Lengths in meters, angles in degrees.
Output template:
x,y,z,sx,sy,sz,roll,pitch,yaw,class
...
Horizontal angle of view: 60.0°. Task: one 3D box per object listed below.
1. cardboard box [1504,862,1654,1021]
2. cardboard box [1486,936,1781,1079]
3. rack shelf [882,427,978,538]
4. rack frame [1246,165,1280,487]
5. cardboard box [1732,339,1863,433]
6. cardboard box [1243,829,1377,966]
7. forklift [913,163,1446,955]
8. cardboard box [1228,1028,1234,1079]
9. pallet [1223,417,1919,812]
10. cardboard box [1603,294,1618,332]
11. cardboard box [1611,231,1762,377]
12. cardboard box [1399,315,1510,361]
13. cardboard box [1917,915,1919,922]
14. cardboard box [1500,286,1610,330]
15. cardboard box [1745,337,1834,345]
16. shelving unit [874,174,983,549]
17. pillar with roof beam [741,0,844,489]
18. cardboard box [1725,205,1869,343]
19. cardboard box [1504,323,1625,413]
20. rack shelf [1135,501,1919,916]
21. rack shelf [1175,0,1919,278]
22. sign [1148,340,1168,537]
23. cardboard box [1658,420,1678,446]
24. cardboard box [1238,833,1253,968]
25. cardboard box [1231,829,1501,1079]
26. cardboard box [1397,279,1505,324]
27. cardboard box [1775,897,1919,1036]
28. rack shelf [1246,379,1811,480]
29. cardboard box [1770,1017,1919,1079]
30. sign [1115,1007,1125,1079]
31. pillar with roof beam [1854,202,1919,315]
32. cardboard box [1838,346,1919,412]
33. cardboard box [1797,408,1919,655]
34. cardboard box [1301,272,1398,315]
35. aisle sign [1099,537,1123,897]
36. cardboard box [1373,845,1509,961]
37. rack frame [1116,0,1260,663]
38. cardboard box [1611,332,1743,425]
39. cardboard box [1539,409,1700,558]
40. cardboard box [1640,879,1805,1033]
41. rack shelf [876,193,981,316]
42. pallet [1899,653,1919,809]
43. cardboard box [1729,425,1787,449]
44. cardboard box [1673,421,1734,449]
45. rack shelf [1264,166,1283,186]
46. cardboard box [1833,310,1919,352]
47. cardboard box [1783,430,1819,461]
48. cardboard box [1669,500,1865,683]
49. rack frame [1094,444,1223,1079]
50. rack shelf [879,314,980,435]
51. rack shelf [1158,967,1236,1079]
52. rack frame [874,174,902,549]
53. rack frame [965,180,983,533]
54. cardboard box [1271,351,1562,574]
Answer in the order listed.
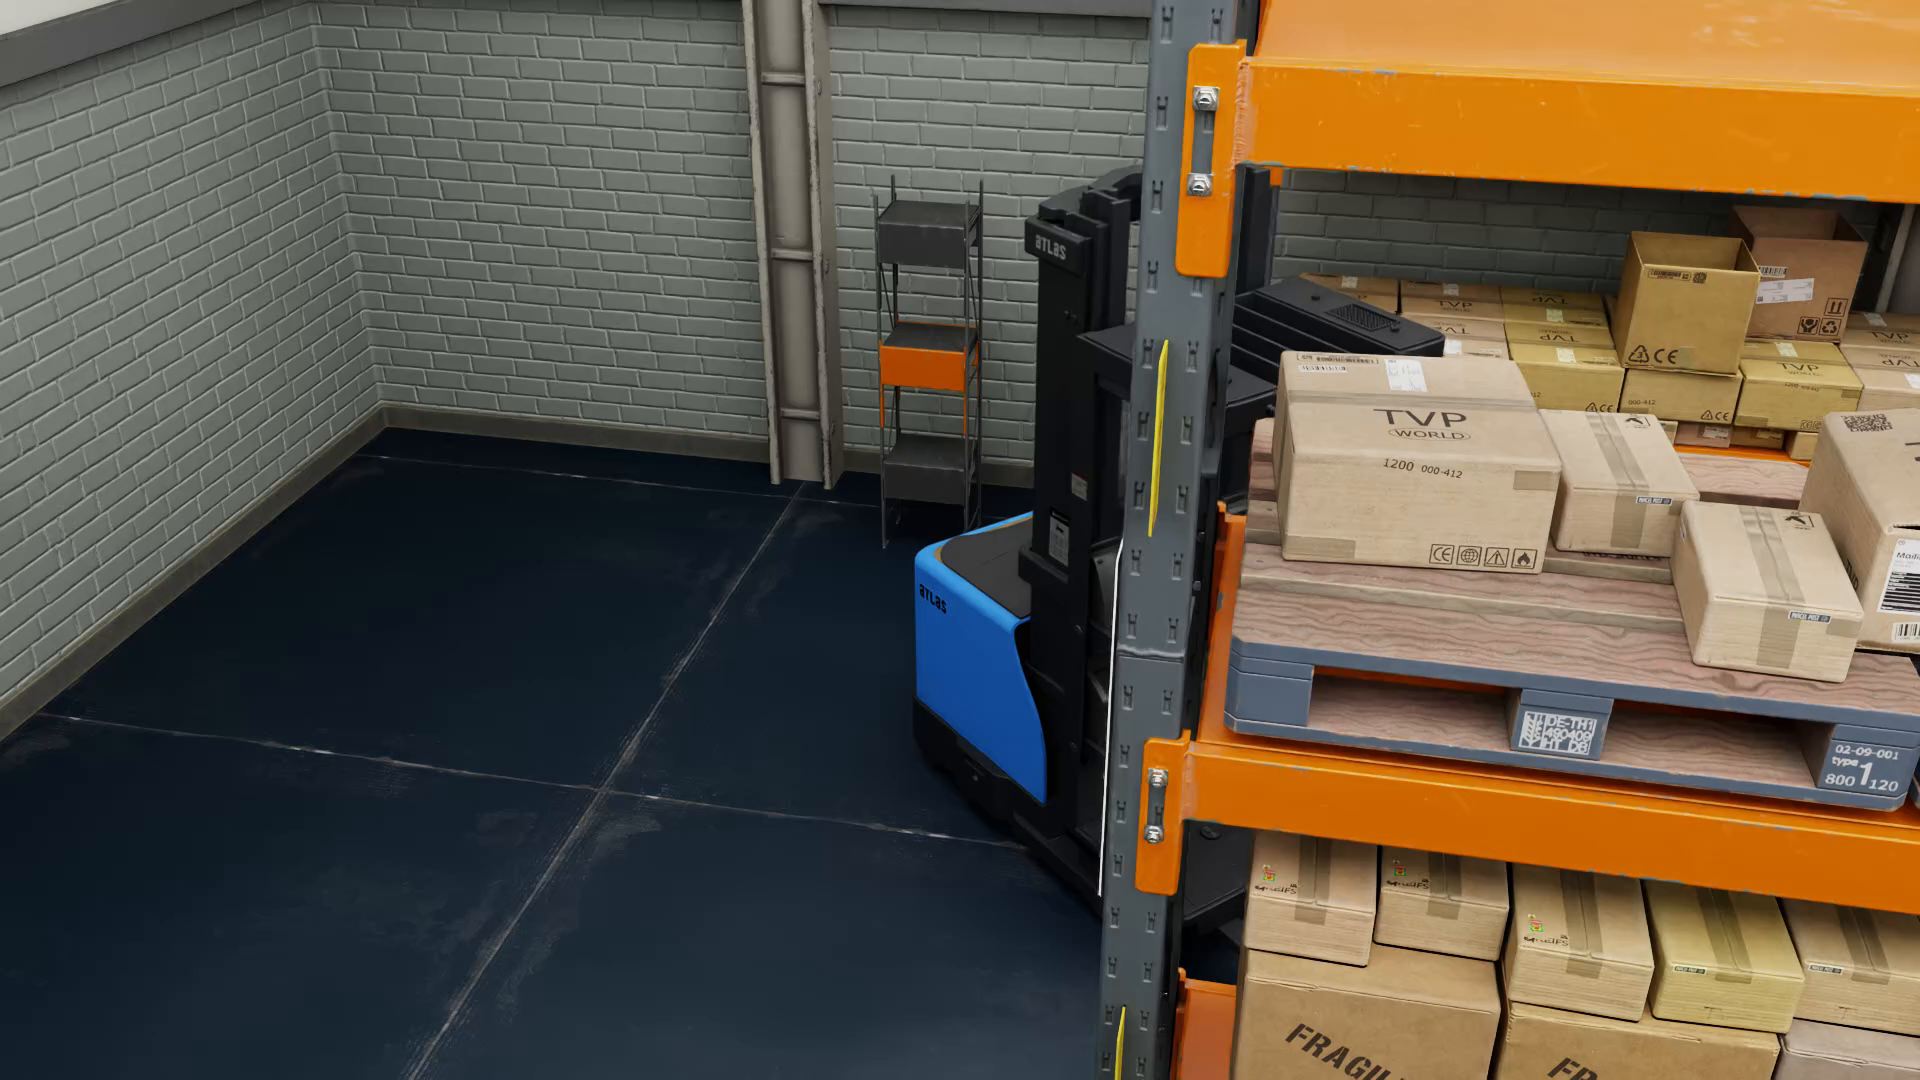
x,y,z,sx,sy,sz,roll,pitch,yaw,class
1.249,0.775,3.390,0.250,0.149,0.380,7,29,12,cardboard box
1.375,1.052,3.560,0.500,0.500,0.500,5,29,9,cardboard box
-0.162,-0.312,9.619,0.480,0.518,0.431,6,29,11,rack shelf
1.491,-1.028,8.504,0.127,3.000,1.000,6,29,11,rack frame
3.876,-0.727,7.802,0.500,0.250,0.500,6,29,10,cardboard box
0.747,0.702,3.523,0.250,0.149,0.380,6,29,12,cardboard box
1.031,0.148,6.428,1.130,2.935,3.031,-18,34,-30,forklift
0.867,1.443,3.887,0.500,0.500,0.500,6,29,10,cardboard box
1.186,0.096,3.419,1.213,0.211,1.003,6,29,11,pallet
3.495,-1.014,8.326,0.500,0.250,0.500,6,29,10,cardboard box
3.345,-1.099,7.700,0.500,0.500,0.500,7,29,12,cardboard box
2.371,-0.870,8.062,0.500,0.250,0.500,6,29,11,cardboard box
2.013,0.839,3.273,0.250,0.149,0.380,6,29,11,cardboard box
2.983,-1.067,8.422,0.500,0.250,0.500,7,29,12,cardboard box
3.979,-0.968,8.240,0.500,0.250,0.500,6,29,12,cardboard box
-0.162,-0.938,9.276,0.503,2.100,0.431,6,29,11,shelving unit
-1.857,-2.331,4.637,0.400,9.000,9.100,6,29,11,pillar with roof beam
4.002,-1.295,8.057,0.500,0.500,0.500,5,29,9,cardboard box
2.868,-0.821,7.972,0.500,0.250,0.500,5,29,10,cardboard box
2.414,0.504,3.331,4.000,0.370,1.077,6,29,11,rack shelf
2.414,-0.636,2.707,4.000,0.370,1.077,6,29,11,rack shelf
0.336,-0.170,2.821,0.005,0.325,0.100,6,29,11,sign
3.266,-0.587,7.959,0.250,0.149,0.380,7,29,12,cardboard box
0.979,0.758,4.097,0.500,0.500,0.500,7,29,12,cardboard box
0.868,1.003,3.649,0.500,0.500,0.500,5,29,9,cardboard box
2.500,-1.119,8.516,0.500,0.250,0.500,6,29,11,cardboard box
1.778,0.794,3.354,0.250,0.149,0.380,6,29,11,cardboard box
3.447,-0.512,8.310,4.000,0.370,1.077,6,29,11,rack shelf
1.880,1.100,3.473,0.500,0.500,0.500,6,29,10,cardboard box
0.336,1.149,3.543,0.005,0.325,0.100,6,29,11,sign
4.011,-1.730,3.538,0.400,9.000,9.100,6,29,11,pillar with roof beam
4.361,-0.671,7.699,0.500,0.250,0.500,6,29,11,cardboard box
1.911,-0.028,3.105,0.500,0.311,0.500,6,29,11,cardboard box
1.996,-1.171,8.612,0.500,0.250,0.500,7,29,12,cardboard box
0.327,0.292,3.385,0.004,0.787,0.394,6,29,11,aisle sign
1.019,0.695,3.536,0.250,0.149,0.380,7,29,12,cardboard box
0.458,-1.328,2.805,0.127,3.000,1.000,6,29,11,rack frame
3.372,-0.780,7.897,0.500,0.250,0.500,5,29,9,cardboard box
1.344,-0.123,3.447,0.250,0.149,0.380,4,29,7,cardboard box
1.510,0.793,3.357,0.250,0.149,0.380,5,29,9,cardboard box
-0.162,-1.540,8.946,0.480,0.518,0.431,6,29,11,rack shelf
2.382,0.217,3.198,1.213,0.211,1.003,6,29,11,pallet
3.784,-0.590,7.966,0.250,0.149,0.380,6,29,11,cardboard box
3.533,-0.593,7.971,0.250,0.149,0.380,6,29,10,cardboard box
3.447,-1.828,7.590,4.000,0.370,1.077,6,29,11,rack shelf
4.483,-0.915,8.144,0.500,0.250,0.500,6,29,10,cardboard box
4.013,-0.512,7.823,0.250,0.149,0.380,5,29,10,cardboard box
1.474,0.087,3.064,0.250,0.149,0.380,7,29,12,cardboard box
0.458,1.304,4.245,0.127,3.000,1.000,6,29,11,rack frame
-0.162,-0.926,9.283,0.480,0.518,0.431,6,29,11,rack shelf
2.414,1.820,4.052,4.000,0.370,1.077,6,29,11,rack shelf
-0.401,-0.962,9.321,0.015,2.100,0.400,6,29,11,rack frame
0.077,-0.913,9.231,0.015,2.100,0.400,6,29,11,rack frame
0.917,-0.172,3.431,0.500,0.250,0.500,3,29,6,cardboard box
